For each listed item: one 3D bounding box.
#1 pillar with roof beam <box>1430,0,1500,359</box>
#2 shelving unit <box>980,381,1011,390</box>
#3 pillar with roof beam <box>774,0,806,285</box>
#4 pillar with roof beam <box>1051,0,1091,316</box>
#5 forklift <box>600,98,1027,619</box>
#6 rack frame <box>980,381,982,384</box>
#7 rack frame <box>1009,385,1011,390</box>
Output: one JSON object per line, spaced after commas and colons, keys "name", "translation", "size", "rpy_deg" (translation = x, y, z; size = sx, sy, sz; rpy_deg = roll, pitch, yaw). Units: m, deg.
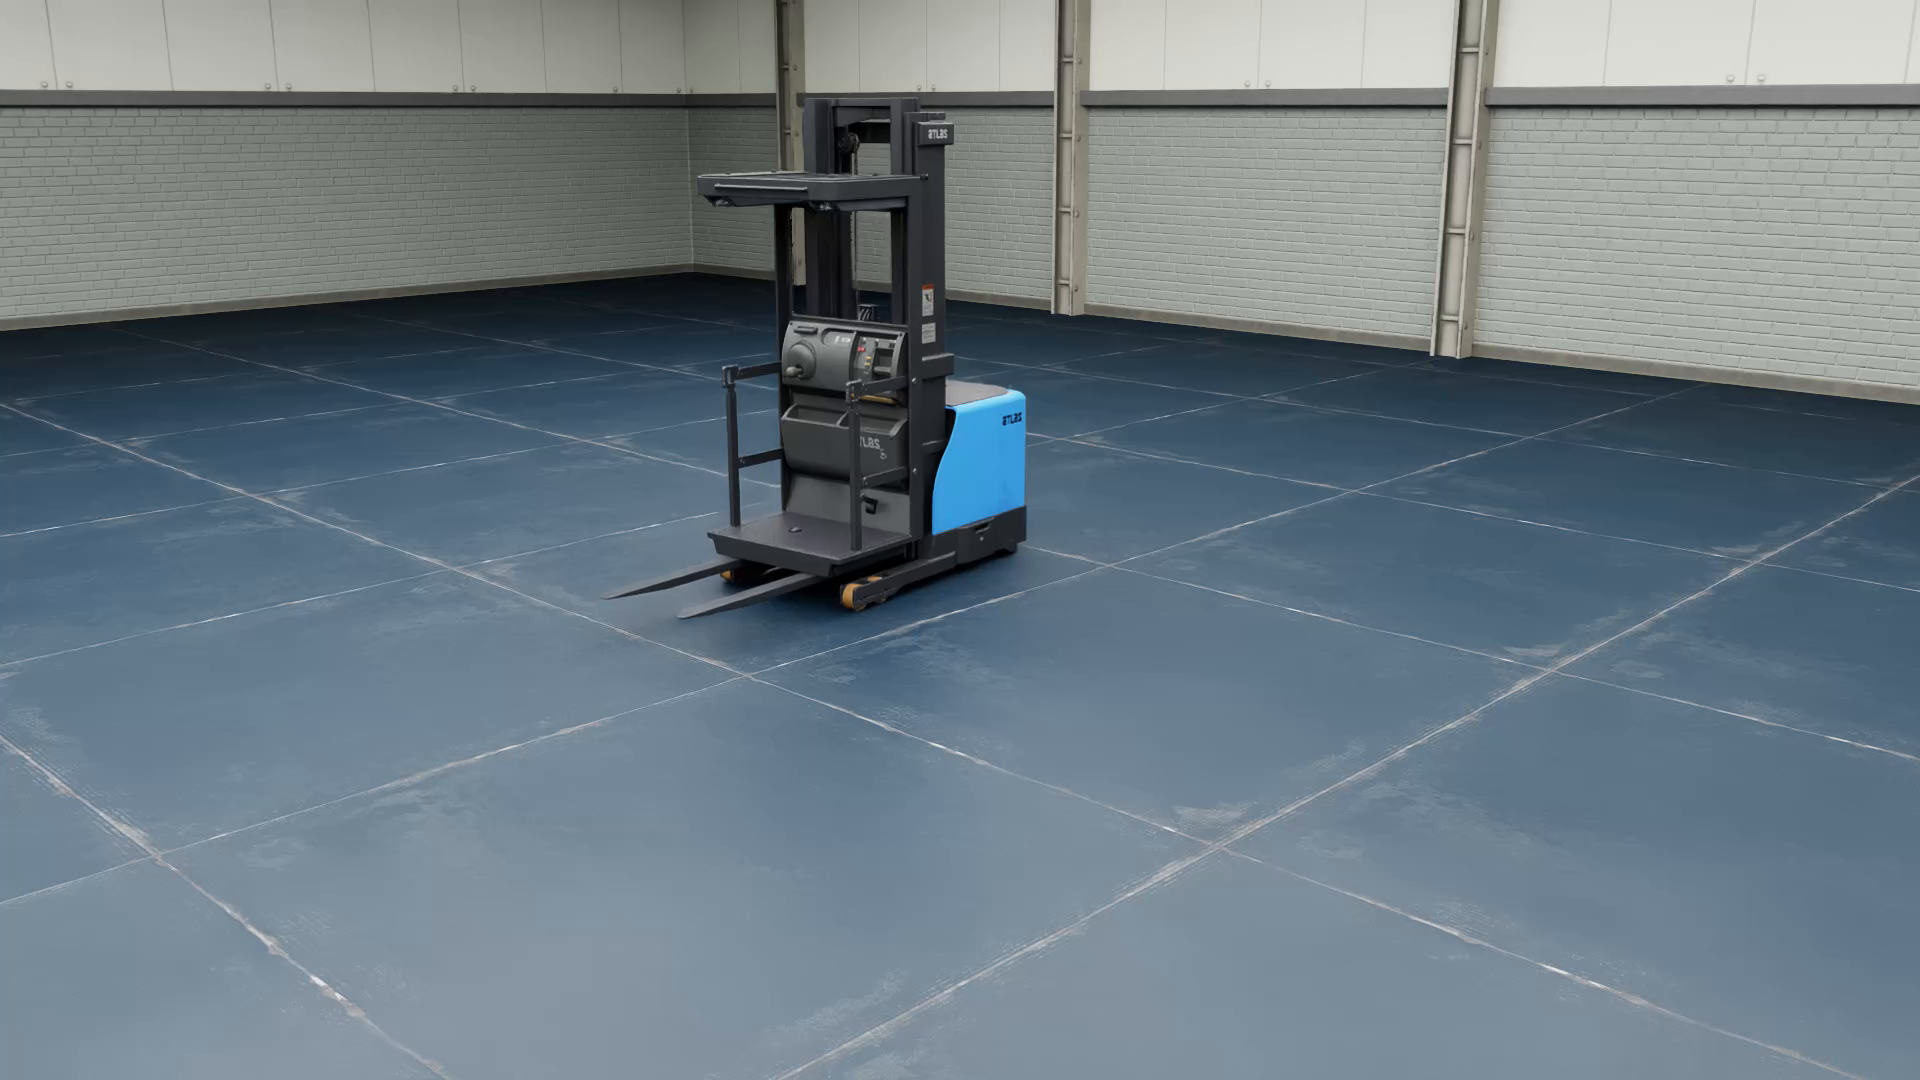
{"name": "pillar with roof beam", "translation": [2.887, -5.780, 15.769], "size": [0.400, 9.000, 9.100], "rpy_deg": [14, 20, 42]}
{"name": "shelving unit", "translation": [0.189, -0.548, 11.454], "size": [0.252, 1.050, 0.215], "rpy_deg": [11, 18, 36]}
{"name": "pillar with roof beam", "translation": [-5.752, -7.880, 23.829], "size": [0.400, 9.000, 9.100], "rpy_deg": [14, 20, 42]}
{"name": "pillar with roof beam", "translation": [-1.432, -6.830, 19.799], "size": [0.400, 9.000, 9.100], "rpy_deg": [14, 20, 42]}
{"name": "forklift", "translation": [-0.844, -1.138, 9.985], "size": [1.130, 2.935, 3.031], "rpy_deg": [11, 18, 36]}
{"name": "rack frame", "translation": [0.091, -0.567, 11.526], "size": [0.008, 1.050, 0.200], "rpy_deg": [11, 18, 36]}
{"name": "rack frame", "translation": [0.286, -0.530, 11.383], "size": [0.008, 1.050, 0.200], "rpy_deg": [11, 18, 36]}
